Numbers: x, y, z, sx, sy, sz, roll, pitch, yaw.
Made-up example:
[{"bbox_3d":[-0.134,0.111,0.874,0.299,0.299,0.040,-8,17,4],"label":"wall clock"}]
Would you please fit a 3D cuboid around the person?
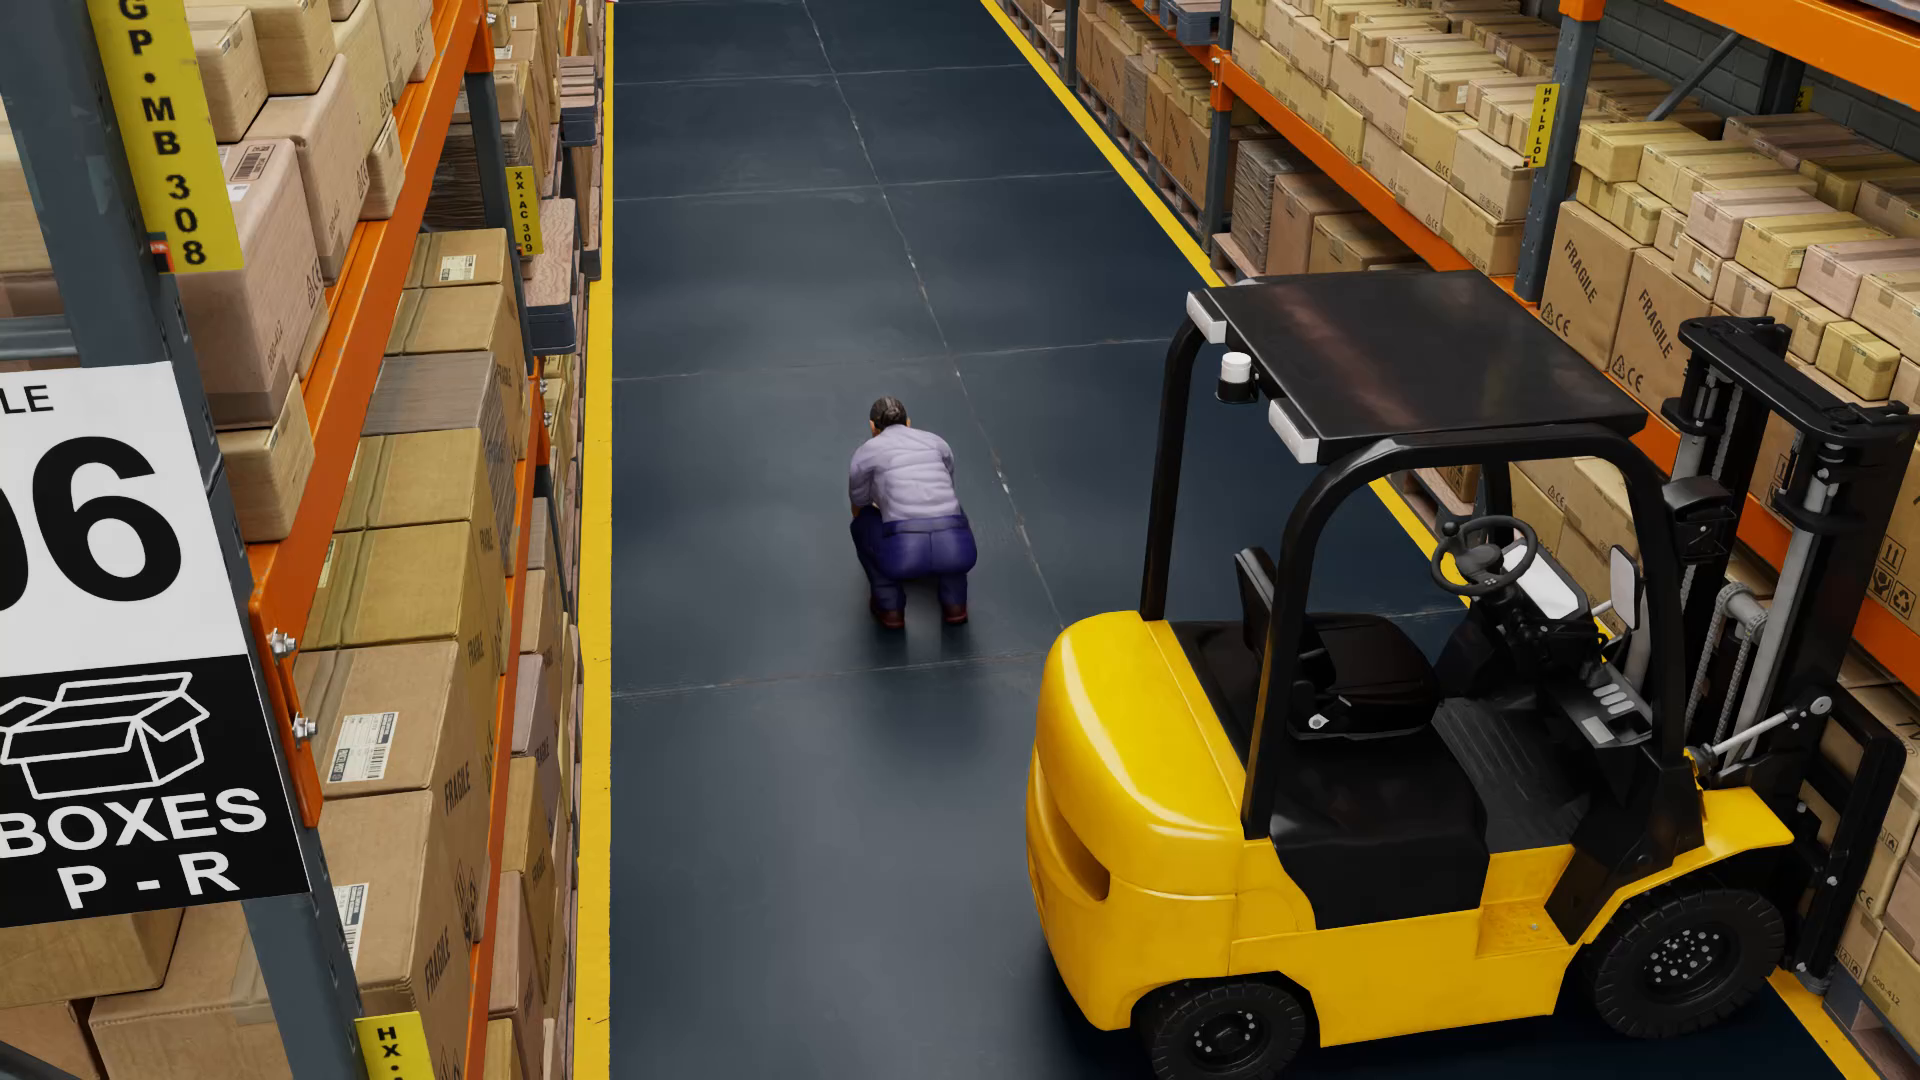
[{"bbox_3d":[-0.204,-0.104,7.140,0.527,0.819,0.821,-5,31,-9],"label":"person"}]
